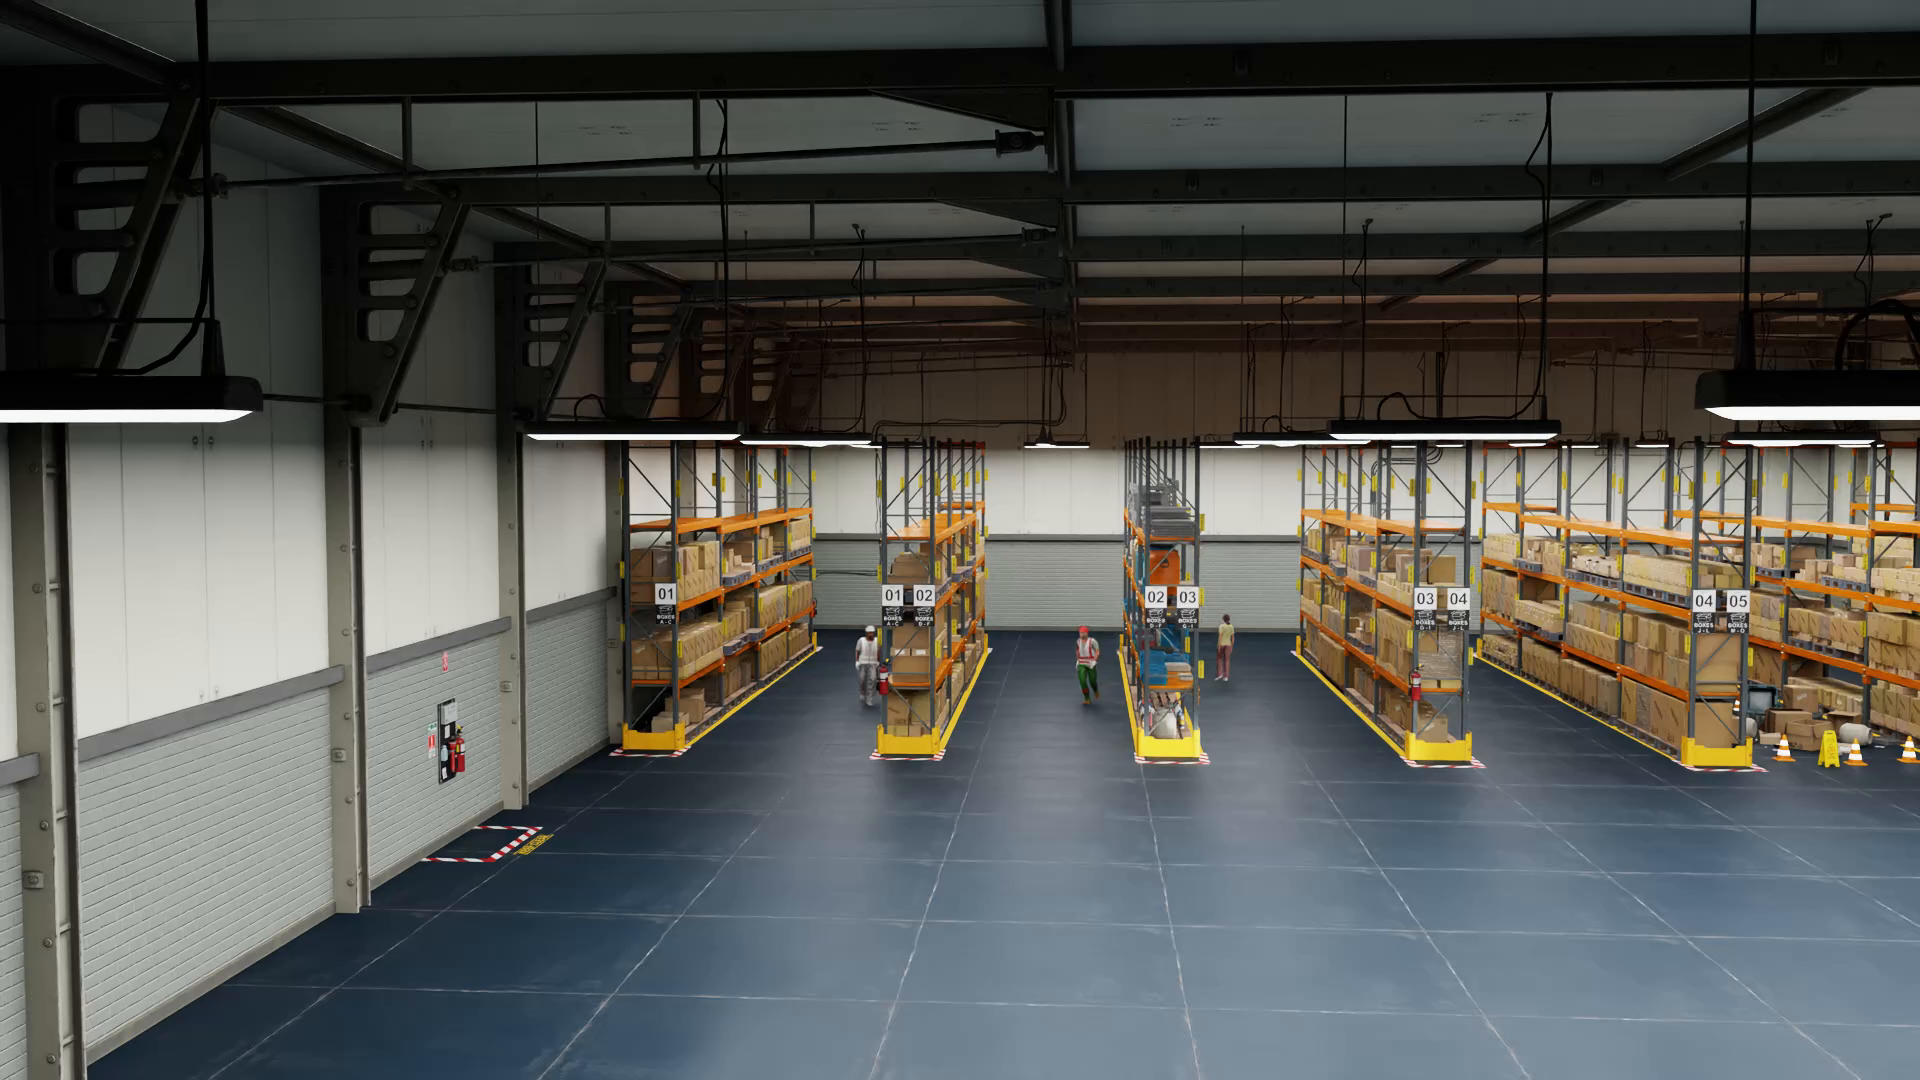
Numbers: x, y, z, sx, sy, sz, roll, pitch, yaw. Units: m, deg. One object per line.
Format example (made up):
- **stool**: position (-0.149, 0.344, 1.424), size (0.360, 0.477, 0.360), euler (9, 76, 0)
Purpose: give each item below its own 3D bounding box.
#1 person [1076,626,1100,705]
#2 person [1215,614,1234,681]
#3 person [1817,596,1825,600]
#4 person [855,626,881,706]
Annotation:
- **person**: position (2.896, 2.830, 37.759), size (0.583, 1.755, 0.647), euler (1, 3, 22)
- **person**: position (6.619, 2.702, 41.438), size (0.459, 1.714, 0.595), euler (0, 3, -1)
- **person**: position (24.266, 2.388, 46.789), size (0.970, 1.640, 0.478), euler (0, 3, 6)
- **person**: position (-2.089, 2.843, 37.761), size (0.647, 1.796, 0.725), euler (-1, 3, -17)
